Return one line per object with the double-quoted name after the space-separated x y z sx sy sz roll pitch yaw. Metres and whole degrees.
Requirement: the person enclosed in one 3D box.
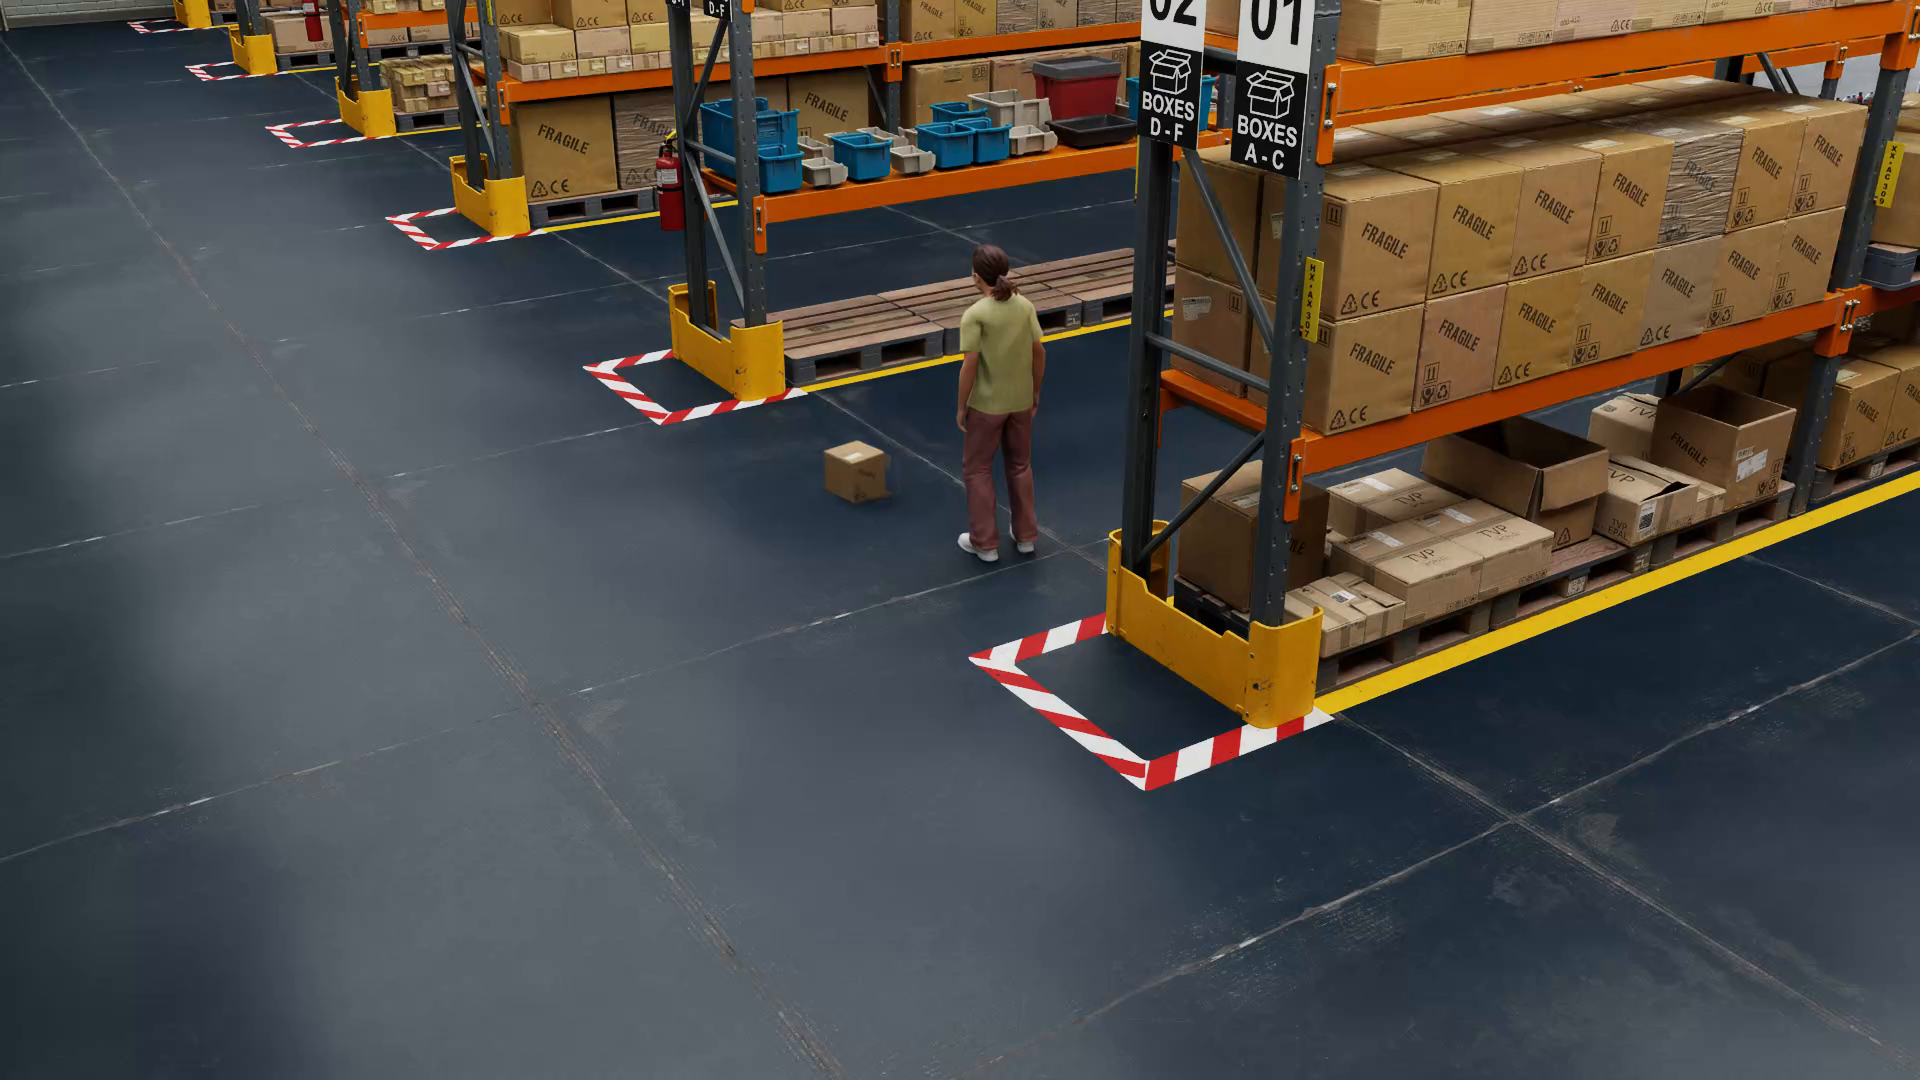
0.193 -0.699 8.596 0.504 1.671 0.357 -12 28 -25 "person"
